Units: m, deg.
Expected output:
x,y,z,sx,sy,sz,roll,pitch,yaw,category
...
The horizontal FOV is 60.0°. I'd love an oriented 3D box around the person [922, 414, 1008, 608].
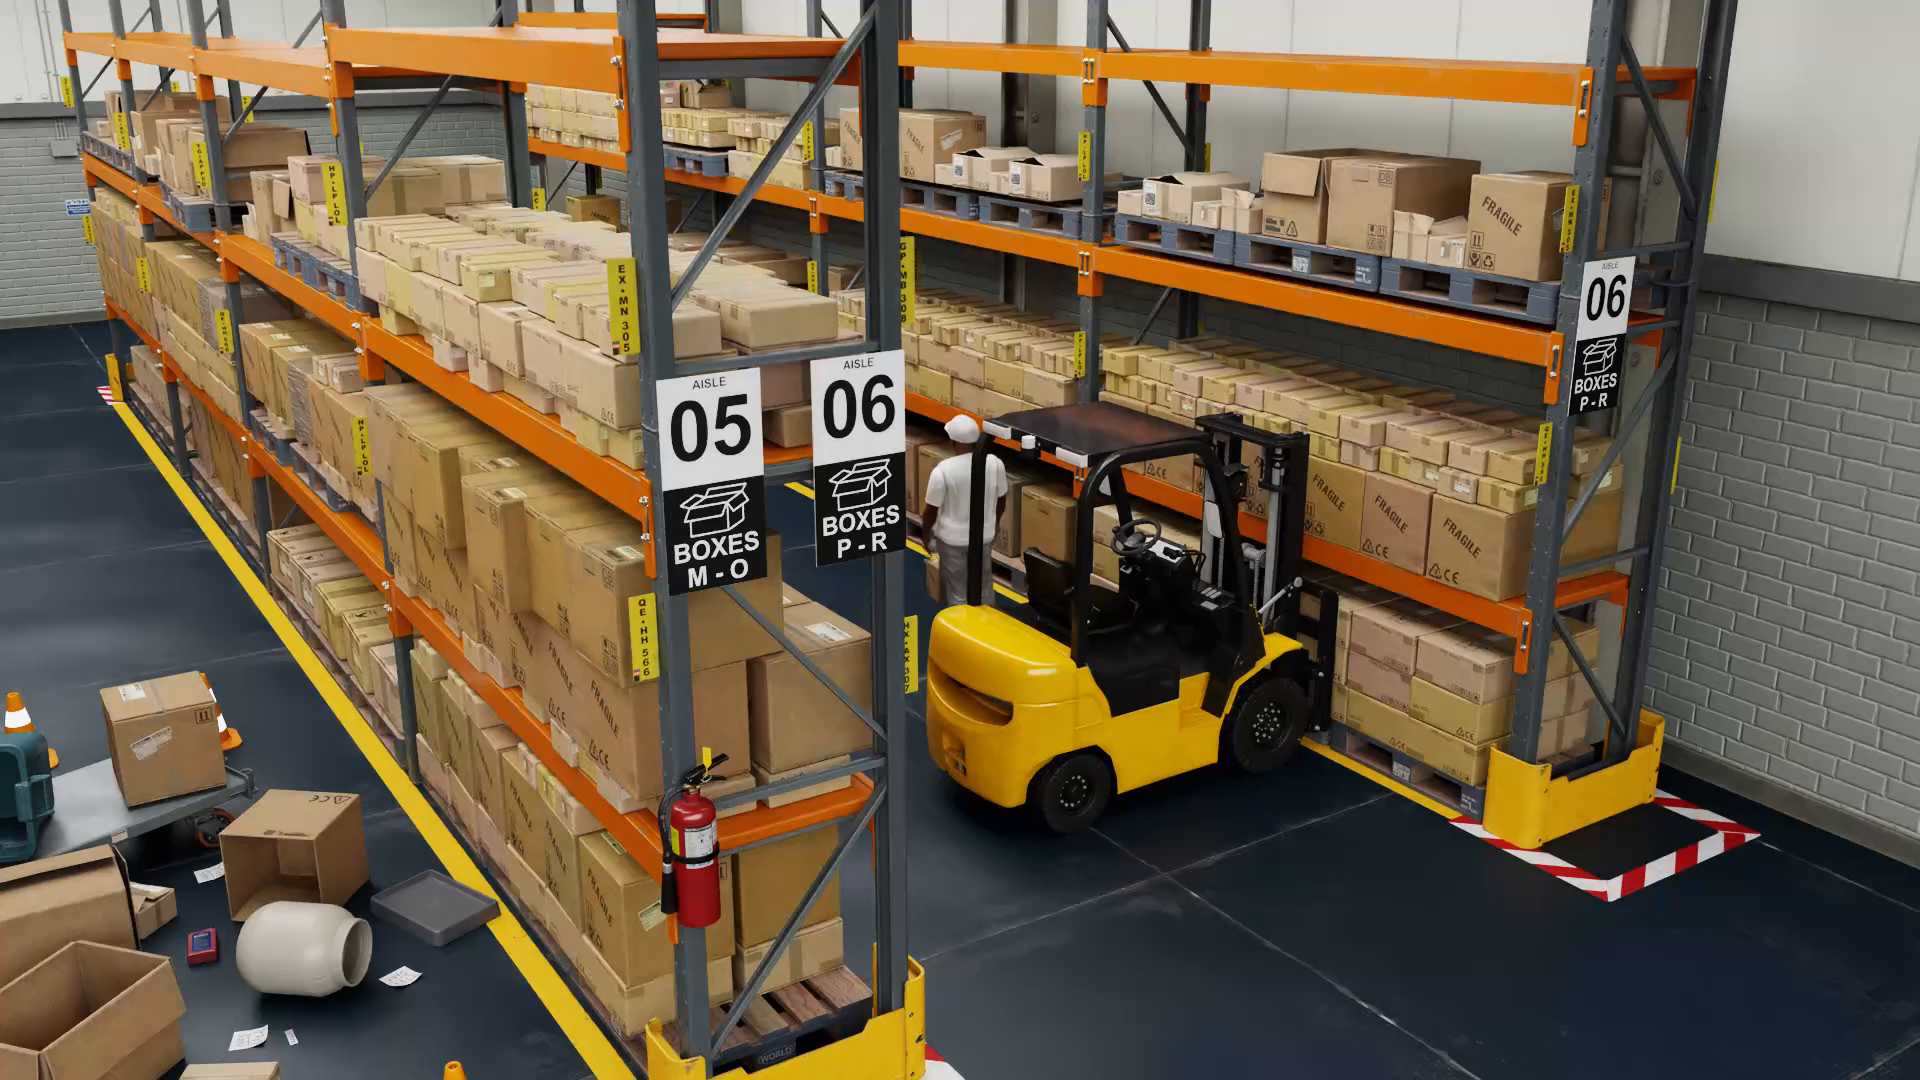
x,y,z,sx,sy,sz,roll,pitch,yaw,category
0.014,-0.049,11.642,0.625,1.768,0.575,-6,19,-19,person
